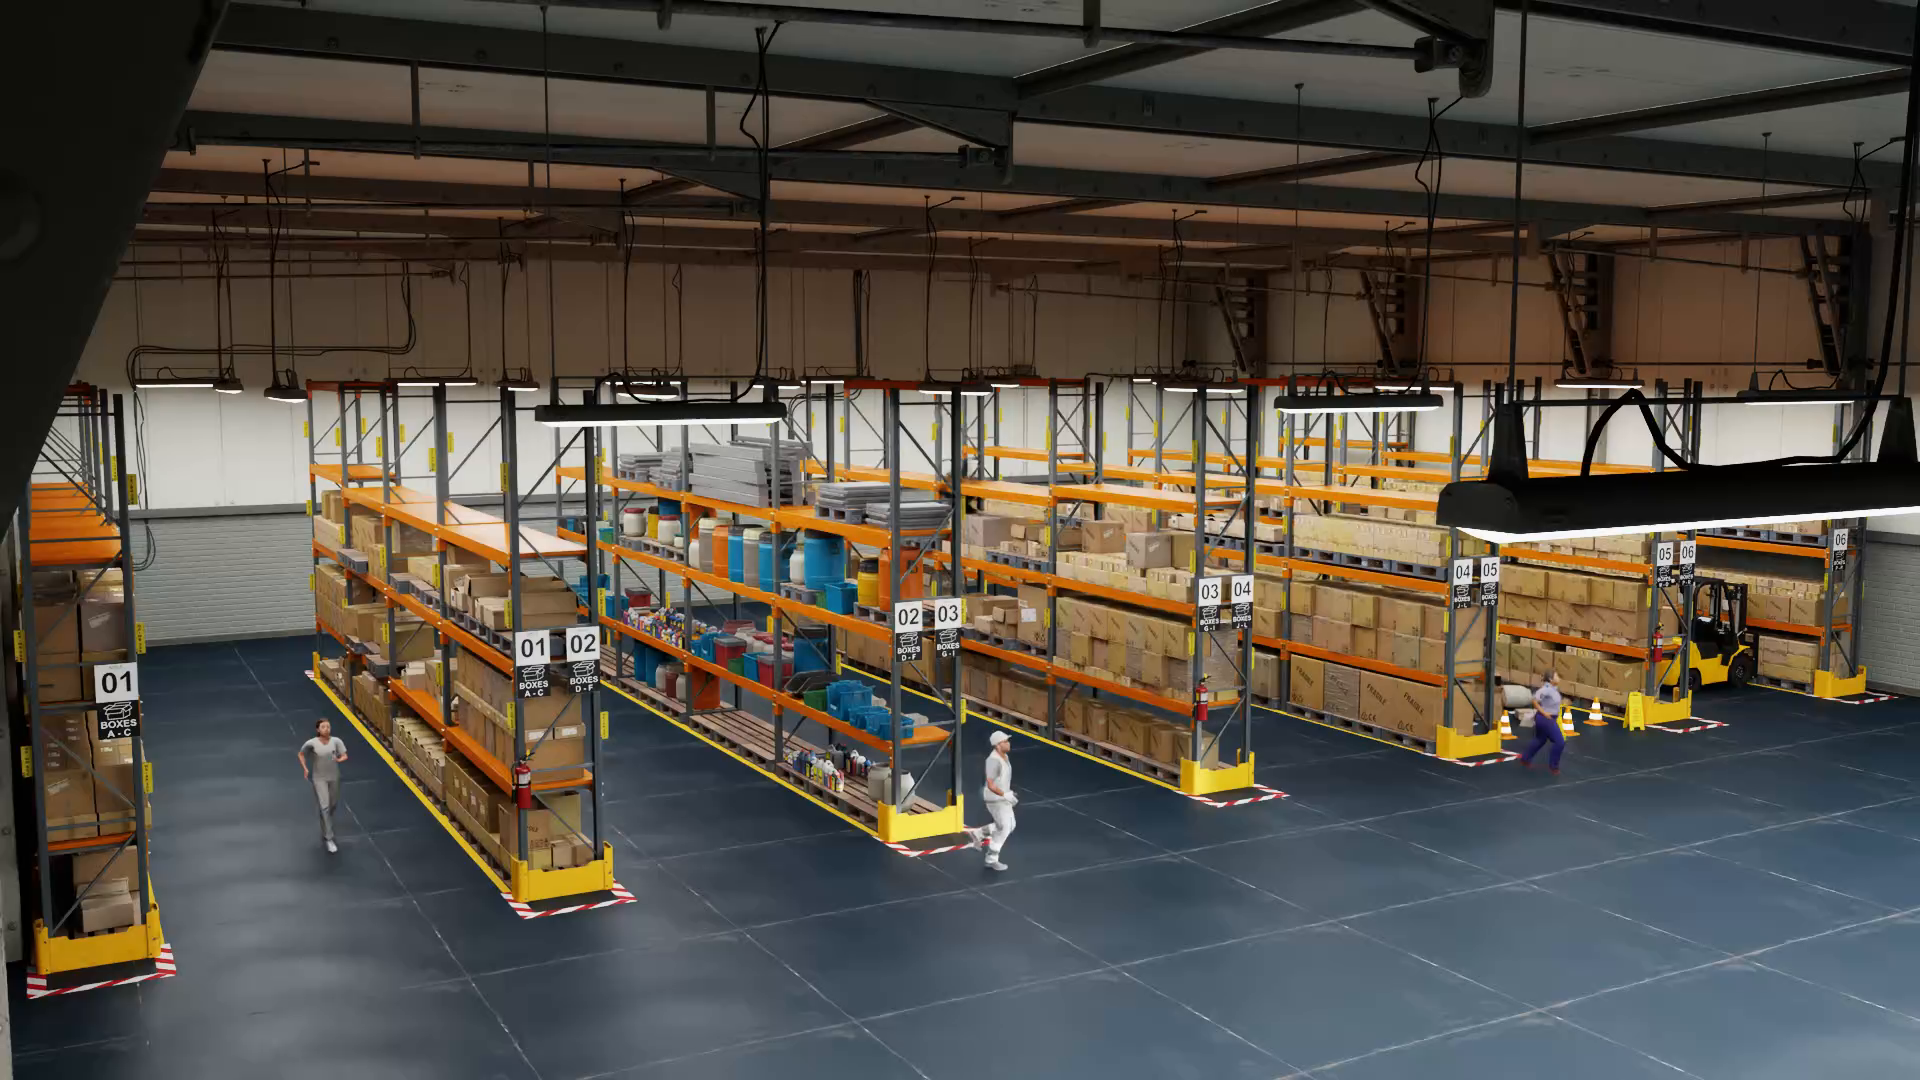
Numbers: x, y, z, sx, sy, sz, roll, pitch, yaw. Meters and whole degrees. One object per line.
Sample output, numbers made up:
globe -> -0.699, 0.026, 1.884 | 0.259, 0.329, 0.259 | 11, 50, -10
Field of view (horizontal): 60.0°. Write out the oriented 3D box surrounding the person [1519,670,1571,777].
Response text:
person -> 8.991, 2.821, 25.518 | 0.715, 1.703, 0.603 | 2, 6, 18

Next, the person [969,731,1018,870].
person -> 0.435, 3.252, 20.900 | 0.671, 1.750, 0.684 | 1, 6, 13

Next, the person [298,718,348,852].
person -> -8.318, 3.159, 21.803 | 0.558, 1.678, 0.940 | -5, 8, -38
